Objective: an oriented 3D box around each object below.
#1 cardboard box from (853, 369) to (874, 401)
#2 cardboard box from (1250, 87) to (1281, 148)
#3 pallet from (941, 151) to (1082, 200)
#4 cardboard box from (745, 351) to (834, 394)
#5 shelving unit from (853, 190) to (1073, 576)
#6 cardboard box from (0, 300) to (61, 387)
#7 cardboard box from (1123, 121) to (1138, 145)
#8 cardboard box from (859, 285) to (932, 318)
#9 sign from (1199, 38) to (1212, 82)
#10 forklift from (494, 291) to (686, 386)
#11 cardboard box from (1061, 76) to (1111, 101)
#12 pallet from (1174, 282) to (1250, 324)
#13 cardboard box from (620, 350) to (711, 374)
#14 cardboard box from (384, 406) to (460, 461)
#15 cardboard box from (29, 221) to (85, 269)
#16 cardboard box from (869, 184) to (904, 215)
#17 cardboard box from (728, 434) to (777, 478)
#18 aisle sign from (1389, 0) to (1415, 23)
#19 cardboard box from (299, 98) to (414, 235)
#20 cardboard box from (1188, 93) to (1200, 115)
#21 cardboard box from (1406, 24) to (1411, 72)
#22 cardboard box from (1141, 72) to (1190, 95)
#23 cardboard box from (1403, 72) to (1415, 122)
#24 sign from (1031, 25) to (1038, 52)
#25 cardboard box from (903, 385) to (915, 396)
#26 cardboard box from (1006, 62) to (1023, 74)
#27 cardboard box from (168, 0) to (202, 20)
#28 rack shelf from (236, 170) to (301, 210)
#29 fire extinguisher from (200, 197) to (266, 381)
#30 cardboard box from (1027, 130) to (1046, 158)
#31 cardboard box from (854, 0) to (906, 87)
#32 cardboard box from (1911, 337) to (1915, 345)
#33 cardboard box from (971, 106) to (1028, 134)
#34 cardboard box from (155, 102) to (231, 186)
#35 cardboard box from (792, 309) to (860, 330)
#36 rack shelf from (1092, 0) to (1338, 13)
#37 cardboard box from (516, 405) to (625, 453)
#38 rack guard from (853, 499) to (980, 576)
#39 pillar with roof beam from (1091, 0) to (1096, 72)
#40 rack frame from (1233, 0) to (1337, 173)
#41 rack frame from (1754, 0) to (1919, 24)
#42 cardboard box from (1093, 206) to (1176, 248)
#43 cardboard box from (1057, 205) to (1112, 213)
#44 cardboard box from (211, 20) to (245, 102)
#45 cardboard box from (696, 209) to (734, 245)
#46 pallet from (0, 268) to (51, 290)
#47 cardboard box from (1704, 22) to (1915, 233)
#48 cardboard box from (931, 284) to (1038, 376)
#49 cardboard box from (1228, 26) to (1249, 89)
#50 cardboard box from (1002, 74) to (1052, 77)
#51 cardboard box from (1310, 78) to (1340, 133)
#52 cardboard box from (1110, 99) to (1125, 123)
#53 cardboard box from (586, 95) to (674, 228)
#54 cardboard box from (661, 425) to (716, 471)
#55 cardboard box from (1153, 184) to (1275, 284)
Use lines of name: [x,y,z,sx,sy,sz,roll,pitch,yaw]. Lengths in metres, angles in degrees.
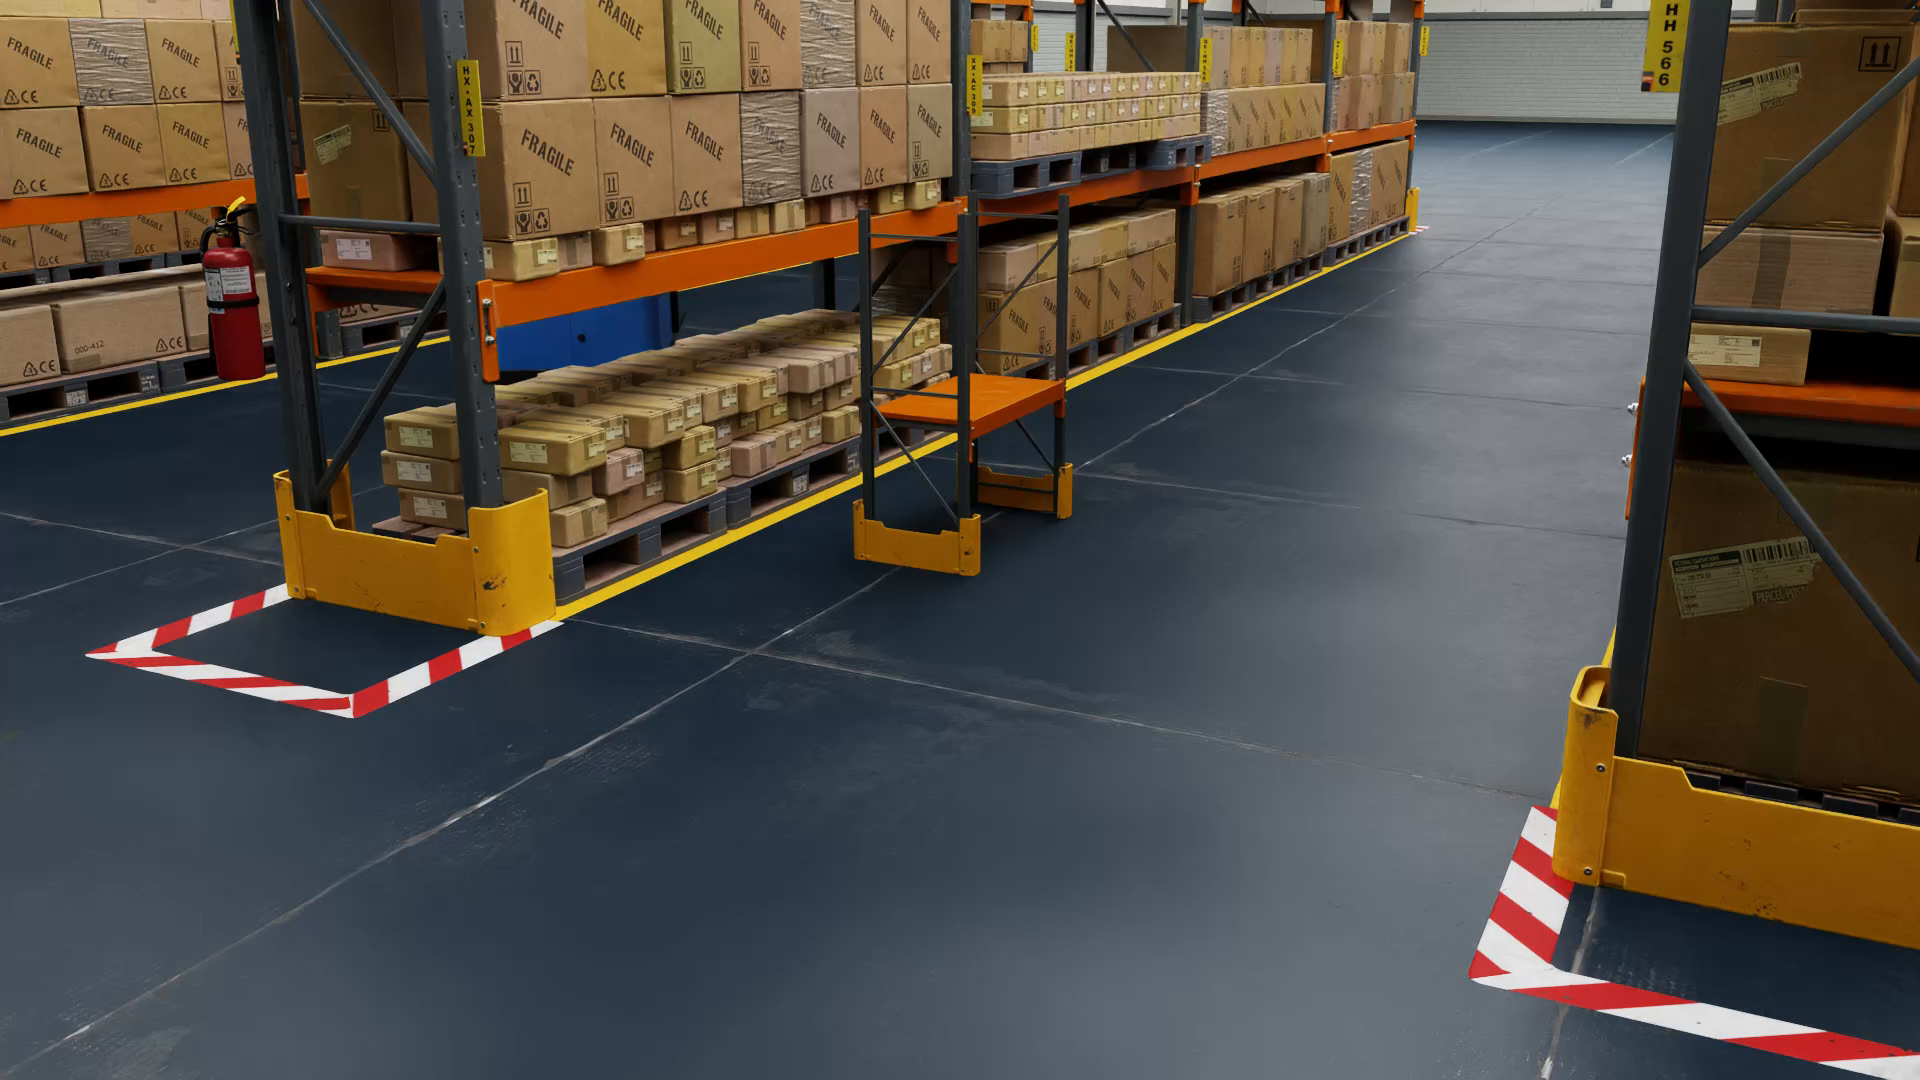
cardboard box: [-0.682,-0.847,8.853,0.380,0.149,0.250,8,18,26]
cardboard box: [2.492,-3.714,14.585,0.500,0.500,0.500,8,18,25]
pallet: [0.060,-2.267,10.224,1.003,0.211,1.213,8,18,25]
cardboard box: [-0.855,-0.837,8.298,0.380,0.149,0.250,7,18,23]
shelving unit: [0.034,-0.738,7.376,0.587,1.500,1.083,8,18,25]
cardboard box: [-6.066,-1.156,9.909,0.875,0.438,0.875,9,19,27]
cardboard box: [0.988,-2.772,11.292,0.380,0.149,0.250,9,19,27]
cardboard box: [-0.307,-1.406,10.642,0.500,0.500,0.500,8,18,24]
sign: [1.865,-3.652,12.656,0.100,0.325,0.005,8,18,25]
forklift: [-2.433,-2.543,10.937,1.130,2.935,3.031,-2,17,-5]
cardboard box: [0.752,-2.920,10.745,0.380,0.149,0.250,9,19,27]
pallet: [1.795,-2.056,14.075,1.003,0.211,1.213,8,18,25]
cardboard box: [-1.472,-0.846,8.329,0.380,0.149,0.250,8,18,26]
cardboard box: [-2.190,-0.450,6.997,0.380,0.149,0.250,8,18,26]
cardboard box: [-8.454,-2.778,15.262,0.500,0.500,0.500,8,18,24]
cardboard box: [-0.521,-1.819,8.823,0.380,0.149,0.250,9,19,28]
cardboard box: [-1.100,-0.413,7.915,0.380,0.149,0.250,7,18,23]
aisle sign: [5.250,-6.465,19.457,0.394,0.787,0.004,8,18,25]
cardboard box: [-2.229,-1.501,6.612,0.500,0.500,0.500,9,19,26]
cardboard box: [1.562,-3.241,12.349,0.380,0.149,0.250,9,19,27]
cardboard box: [4.750,-5.739,19.418,0.875,0.550,0.550,8,18,25]
cardboard box: [1.452,-3.320,12.094,0.380,0.149,0.250,8,18,25]
cardboard box: [4.825,-5.211,19.536,0.875,0.550,0.550,8,18,25]
sign: [0.964,-6.474,21.463,0.100,0.325,0.005,8,18,25]
cardboard box: [-0.473,-0.818,9.280,0.380,0.149,0.250,9,19,27]
cardboard box: [0.481,-5.860,21.288,0.500,0.500,0.500,8,18,24]
cardboard box: [-5.074,-3.390,10.599,0.380,0.149,0.250,8,18,25]
rack shelf: [-3.992,-2.951,13.455,1.077,0.370,4.000,8,18,25]
fire extinguisher: [-2.725,-0.942,6.219,0.296,0.674,0.183,8,18,25]
cardboard box: [0.294,-2.376,9.961,0.380,0.149,0.250,8,19,26]
cardboard box: [-0.606,-2.566,8.440,0.500,0.500,0.500,7,18,24]
cardboard box: [2.990,-0.632,4.825,0.380,0.149,0.250,8,18,25]
cardboard box: [0.175,-2.448,9.678,0.380,0.149,0.250,8,19,26]
cardboard box: [-5.089,-2.552,10.672,0.500,0.500,0.500,8,18,24]
cardboard box: [-0.751,-1.241,9.658,0.380,0.149,0.250,9,19,28]
rack shelf: [2.269,-4.804,14.424,1.077,0.370,4.000,8,18,25]
cardboard box: [-1.646,-0.459,7.026,0.380,0.149,0.250,8,19,26]
rack guard: [-0.188,-0.012,7.127,0.587,0.250,0.087,8,18,25]
pillar with roof beam: [6.811,-13.324,36.578,9.100,9.000,0.400,8,18,25]
rack frame: [3.163,-4.220,16.464,1.000,3.000,0.127,8,18,25]
rack frame: [3.980,-1.526,7.392,1.000,3.000,0.127,8,18,25]
cardboard box: [1.304,-2.356,12.524,0.500,0.250,0.500,8,18,24]
cardboard box: [0.851,-2.419,12.736,0.500,0.250,0.500,7,18,23]
cardboard box: [-4.849,-3.158,10.958,0.500,0.500,0.500,8,18,25]
cardboard box: [-1.245,-1.424,7.493,0.380,0.149,0.250,8,18,24]
pallet: [-8.998,-2.292,14.871,1.003,0.211,1.213,8,18,25]
cardboard box: [2.175,-1.094,4.365,0.500,0.500,0.500,8,18,26]
cardboard box: [0.155,-1.340,10.420,0.500,0.500,0.500,9,19,28]
cardboard box: [2.037,-4.101,14.133,0.700,0.500,0.500,8,18,25]
cardboard box: [0.410,-3.139,11.484,0.380,0.149,0.250,9,19,27]
cardboard box: [3.317,-4.387,16.764,0.875,0.550,0.550,8,18,25]
cardboard box: [0.872,-2.846,11.020,0.380,0.149,0.250,8,18,24]
cardboard box: [-1.535,-1.573,6.853,0.500,0.500,0.500,8,18,25]
cardboard box: [-1.321,-0.429,7.448,0.380,0.149,0.250,9,19,27]
cardboard box: [2.116,-2.691,14.529,1.050,0.750,0.750,8,19,26]
